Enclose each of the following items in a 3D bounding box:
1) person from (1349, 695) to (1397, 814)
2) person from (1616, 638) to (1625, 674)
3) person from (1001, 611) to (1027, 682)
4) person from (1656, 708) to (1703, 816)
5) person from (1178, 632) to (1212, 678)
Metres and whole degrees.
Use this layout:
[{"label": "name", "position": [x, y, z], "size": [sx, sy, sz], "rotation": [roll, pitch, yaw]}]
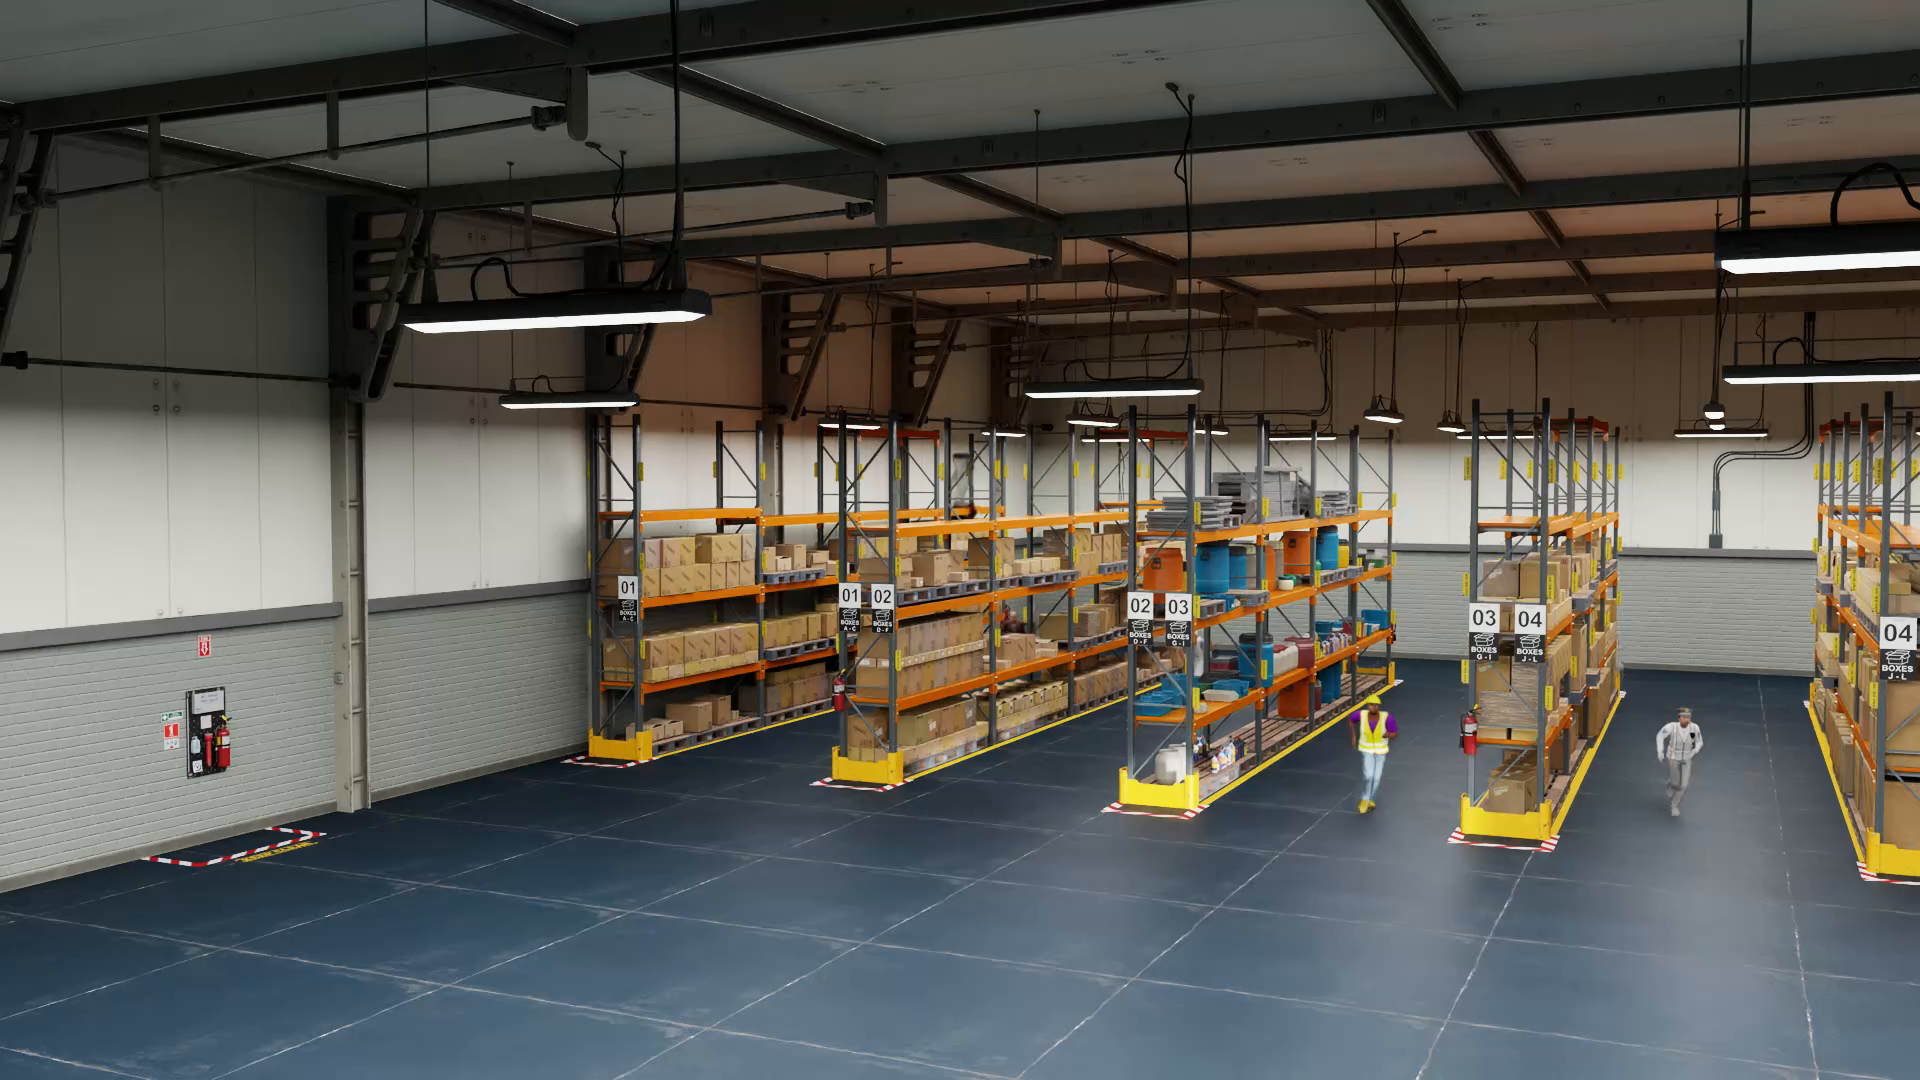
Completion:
[{"label": "person", "position": [6.046, 3.132, 24.327], "size": [0.662, 1.760, 0.838], "rotation": [0, 2, 7]}, {"label": "person", "position": [14.863, 2.609, 38.017], "size": [0.642, 1.660, 0.659], "rotation": [2, 3, 34]}, {"label": "person", "position": [1.390, 2.546, 39.743], "size": [0.750, 1.743, 1.064], "rotation": [1, 2, 16]}, {"label": "person", "position": [10.503, 3.217, 24.291], "size": [0.609, 1.620, 0.694], "rotation": [0, 2, 5]}, {"label": "person", "position": [5.036, 2.711, 35.615], "size": [0.704, 1.731, 1.055], "rotation": [1, 2, 15]}]
